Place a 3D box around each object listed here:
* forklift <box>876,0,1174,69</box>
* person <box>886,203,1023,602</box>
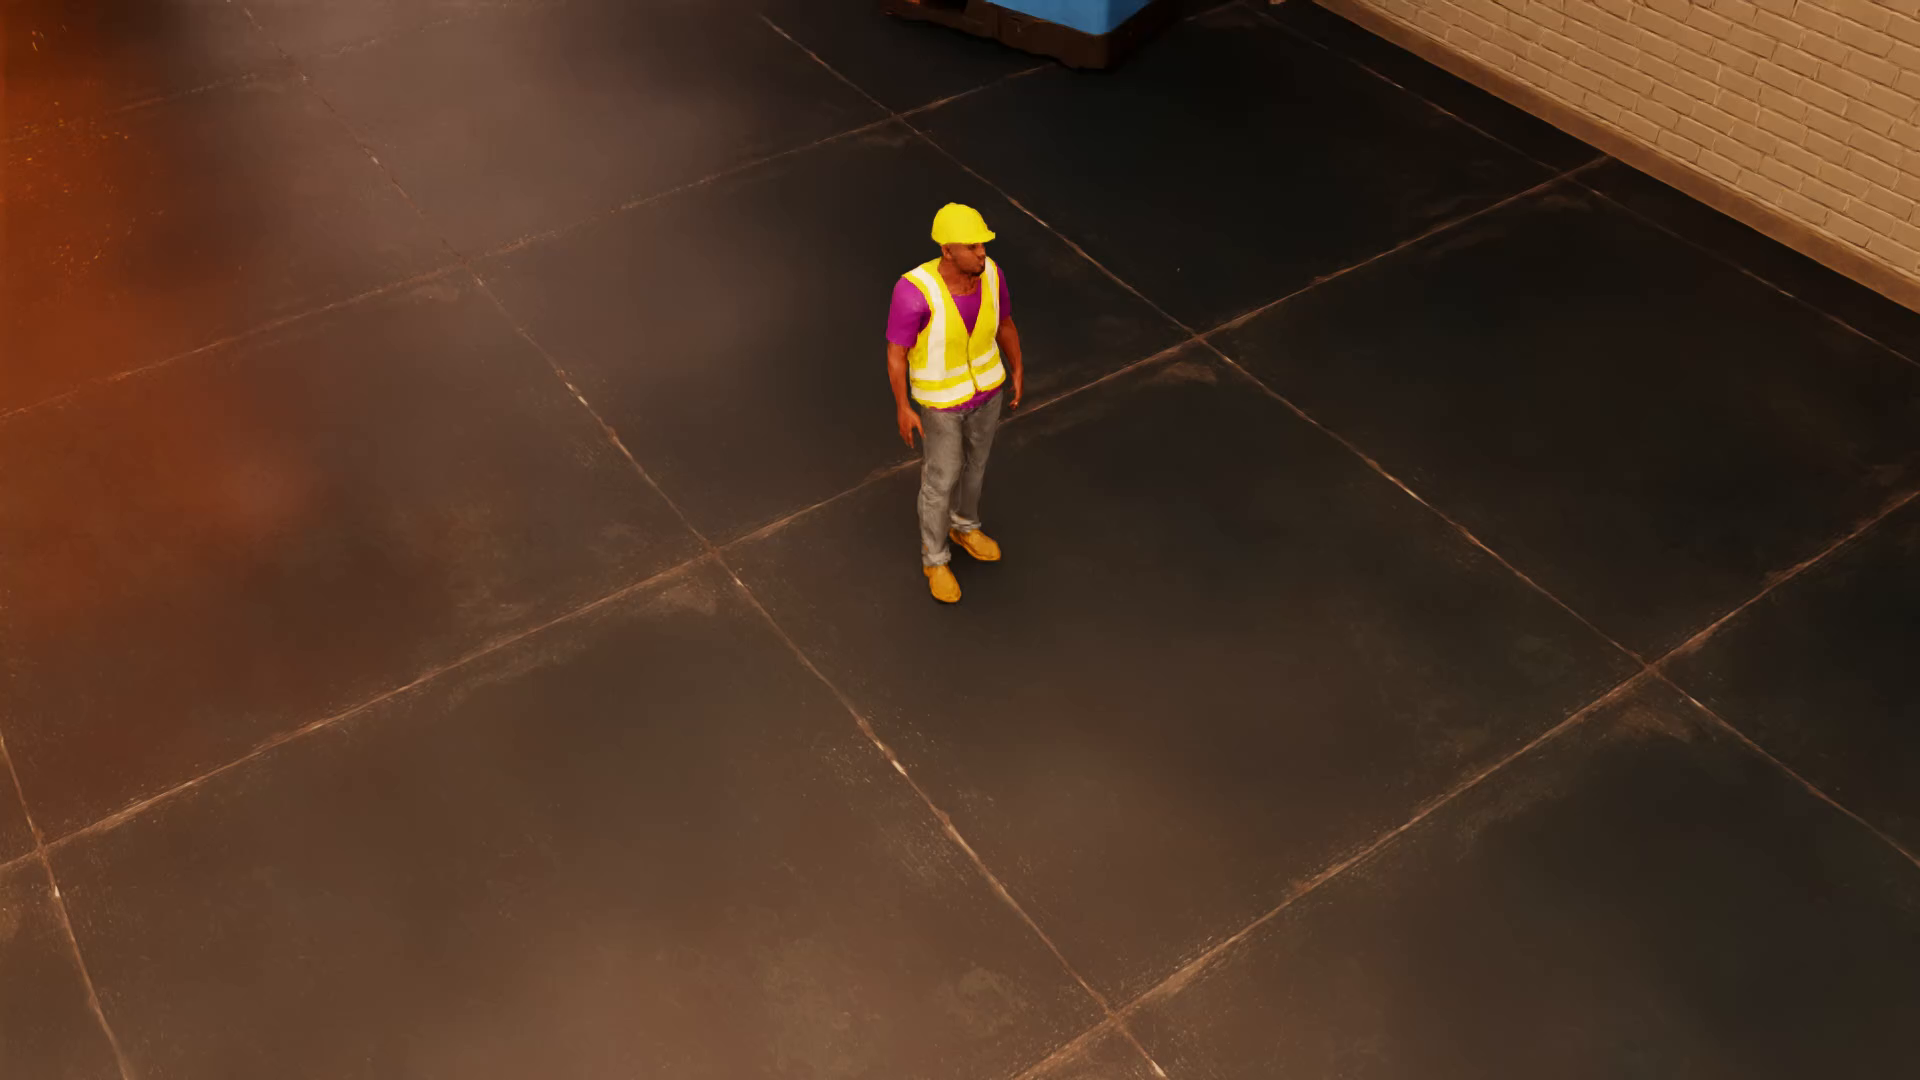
[{"bbox_3d":[0.007,-5.059,11.205,3.031,2.935,1.130,25,48,25],"label":"forklift"},{"bbox_3d":[0.035,-0.614,7.231,0.665,1.766,0.576,-25,48,-25],"label":"person"}]
